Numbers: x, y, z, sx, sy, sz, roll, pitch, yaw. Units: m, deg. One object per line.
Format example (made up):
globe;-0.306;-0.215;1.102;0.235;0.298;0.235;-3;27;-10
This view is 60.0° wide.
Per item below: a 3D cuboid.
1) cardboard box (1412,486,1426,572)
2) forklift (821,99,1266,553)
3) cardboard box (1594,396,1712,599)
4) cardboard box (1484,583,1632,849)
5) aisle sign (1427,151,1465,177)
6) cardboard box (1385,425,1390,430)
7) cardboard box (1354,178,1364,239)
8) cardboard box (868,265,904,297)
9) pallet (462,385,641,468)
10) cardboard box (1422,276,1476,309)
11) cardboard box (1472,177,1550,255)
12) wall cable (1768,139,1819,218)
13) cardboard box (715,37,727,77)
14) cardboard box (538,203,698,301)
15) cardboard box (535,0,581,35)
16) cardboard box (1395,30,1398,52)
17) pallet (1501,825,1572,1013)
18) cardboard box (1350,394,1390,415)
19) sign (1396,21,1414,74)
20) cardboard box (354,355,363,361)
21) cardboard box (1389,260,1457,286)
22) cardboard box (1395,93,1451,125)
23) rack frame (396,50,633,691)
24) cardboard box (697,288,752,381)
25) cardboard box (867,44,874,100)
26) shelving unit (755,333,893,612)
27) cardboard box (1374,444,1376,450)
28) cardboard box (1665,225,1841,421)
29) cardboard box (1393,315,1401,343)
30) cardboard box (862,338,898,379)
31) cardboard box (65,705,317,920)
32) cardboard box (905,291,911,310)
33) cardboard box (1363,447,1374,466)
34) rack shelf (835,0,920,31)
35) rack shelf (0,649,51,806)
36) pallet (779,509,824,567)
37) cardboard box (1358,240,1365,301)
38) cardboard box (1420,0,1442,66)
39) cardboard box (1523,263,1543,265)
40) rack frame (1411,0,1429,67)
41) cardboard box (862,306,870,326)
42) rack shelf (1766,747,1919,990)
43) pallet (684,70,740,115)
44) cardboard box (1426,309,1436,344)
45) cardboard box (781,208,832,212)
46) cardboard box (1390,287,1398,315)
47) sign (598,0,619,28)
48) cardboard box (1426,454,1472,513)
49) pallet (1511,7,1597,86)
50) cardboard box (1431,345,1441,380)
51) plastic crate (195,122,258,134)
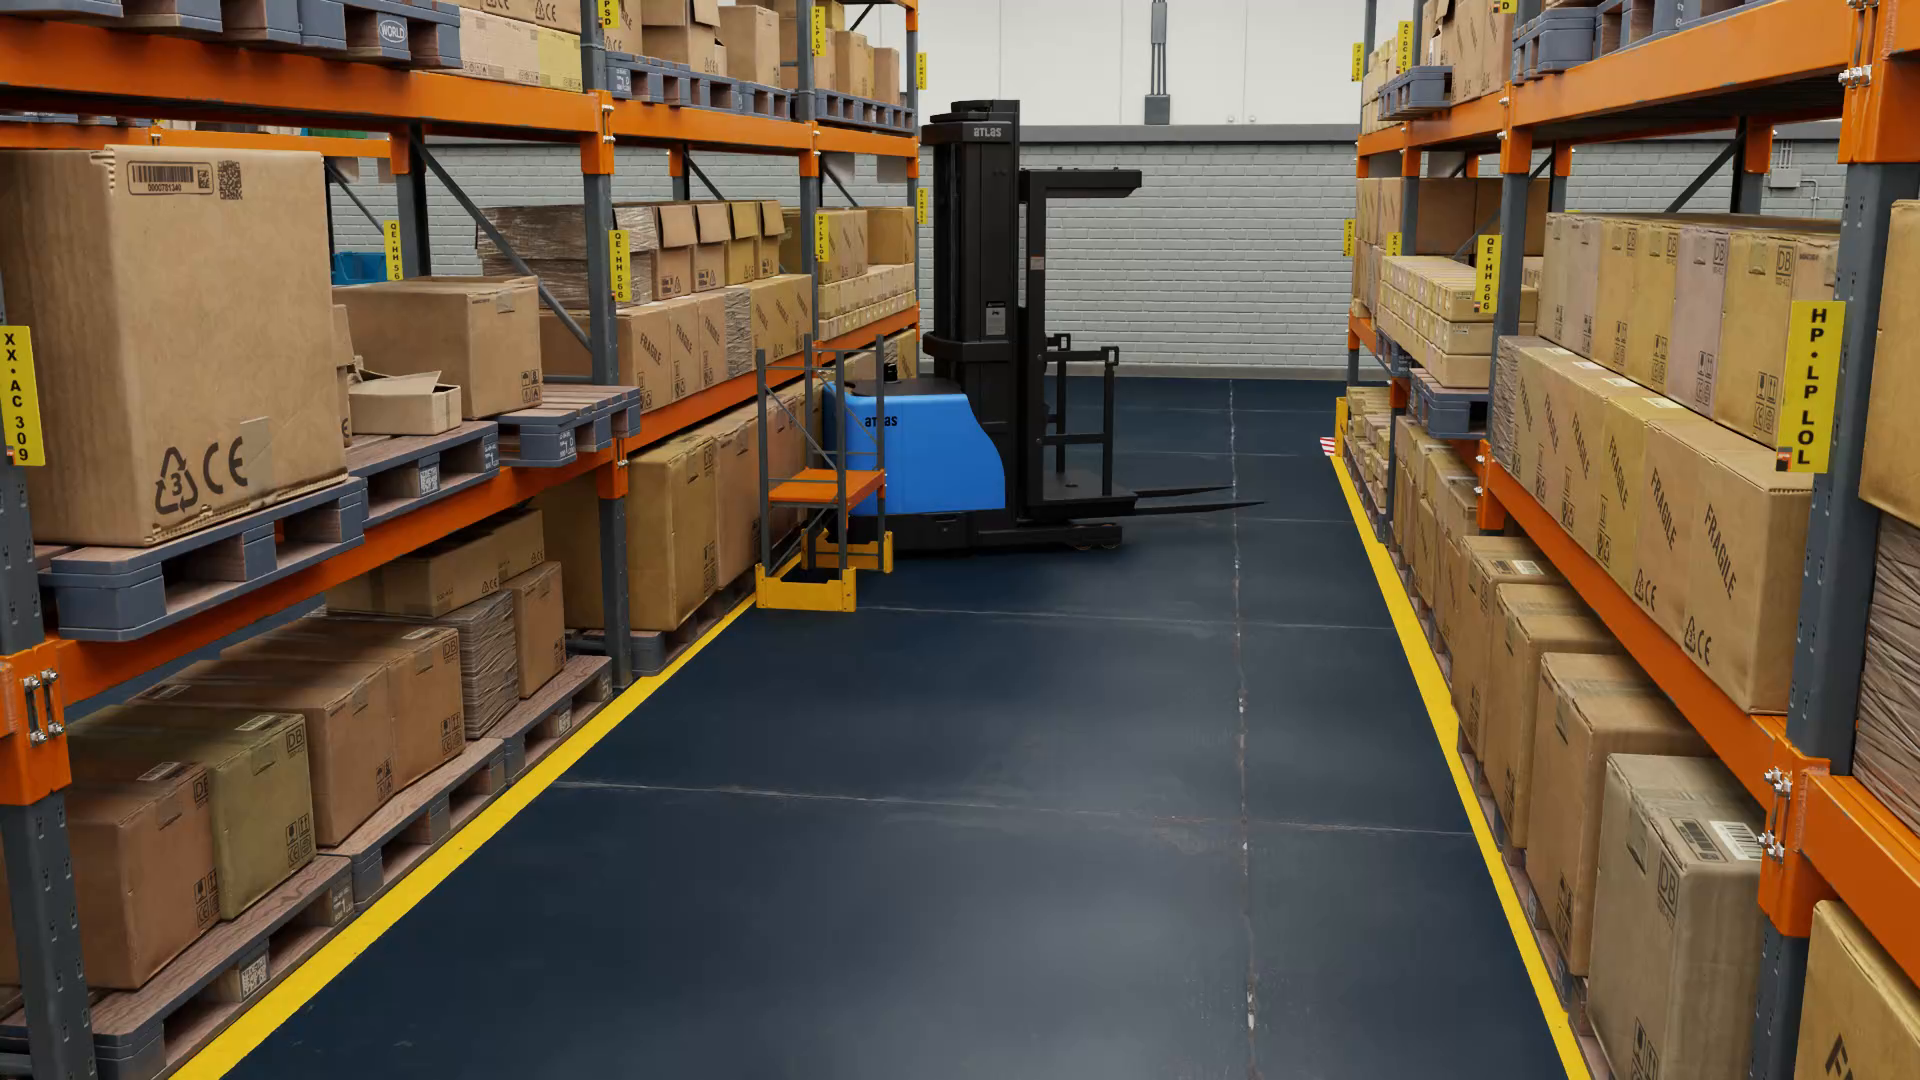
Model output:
cardboard box;2.861;-0.030;9.448;0.500;0.500;0.500;2;12;10
forklift;0.604;-1.467;11.343;3.031;2.935;1.130;-3;13;-15
cardboard box;2.124;-0.122;4.704;0.500;0.500;0.500;2;12;9
cardboard box;2.454;0.622;5.831;1.050;0.750;0.750;2;12;10
aisle sign;4.306;-3.520;14.537;0.394;0.787;0.004;2;12;9
cardboard box;3.329;-0.754;12.231;0.380;0.149;0.250;2;12;11
cardboard box;3.667;-2.842;14.244;0.500;0.500;0.500;2;12;8
cardboard box;-0.778;-2.283;14.615;0.500;0.250;0.500;2;12;8
pallet;-2.122;-0.515;7.217;1.213;0.211;1.003;2;12;9
cardboard box;2.509;-1.231;8.274;0.380;0.149;0.250;2;12;10
cardboard box;3.693;-2.180;11.174;0.500;0.500;0.500;2;12;10
wall cable;9.749;-3.791;19.478;0.585;1.953;0.123;2;12;9
cardboard box;-1.760;-2.996;10.368;0.500;0.311;0.500;1;12;7
cardboard box;-1.886;-1.587;9.118;0.797;0.503;0.637;2;12;10
cardboard box;-1.944;-2.412;7.024;0.500;0.500;0.500;2;12;10
cardboard box;3.188;-3.425;11.369;0.380;0.149;0.250;2;12;9
pallet;2.382;1.199;5.426;1.003;0.211;1.213;2;12;9
cardboard box;3.493;-1.139;14.015;0.380;0.149;0.250;2;12;8
sign;2.846;-3.146;10.625;0.100;0.325;0.005;2;12;9
cardboard box;-2.602;-0.551;6.288;0.500;0.250;0.500;2;12;7
cardboard box;2.789;-1.606;10.012;0.380;0.149;0.250;2;12;9
cardboard box;3.192;-2.915;11.136;0.500;0.250;0.500;2;12;10
rack frame;-2.117;-0.760;7.901;1.000;3.000;0.127;2;12;9
cardboard box;-1.543;-1.220;9.796;0.500;0.500;0.500;2;12;9
cardboard box;-1.120;-3.972;14.212;0.700;0.500;0.500;1;12;7
shelving unit;-0.807;-0.440;9.975;0.587;1.500;1.083;2;12;10
cardboard box;3.387;-0.715;12.756;0.380;0.149;0.250;1;12;6
cardboard box;2.379;-0.599;4.544;0.700;0.500;0.500;2;12;9
cardboard box;2.711;-1.212;9.595;0.380;0.149;0.250;1;12;6
cardboard box;-1.046;-1.267;14.299;0.875;0.875;0.875;2;12;9
cardboard box;-2.525;0.853;5.302;0.700;0.500;0.500;2;12;8
cardboard box;-0.655;-2.164;15.010;0.380;0.149;0.250;2;12;9
cardboard box;3.377;-0.634;13.087;0.380;0.149;0.250;2;12;9
rack shelf;-1.195;-4.395;13.183;1.077;0.370;4.000;2;12;9
rack shelf;-3.040;0.840;2.181;1.077;0.370;4.000;2;12;9
pallet;-1.546;-0.067;11.302;1.003;0.211;1.213;2;12;9
cardboard box;3.599;-2.241;13.831;0.500;0.500;0.500;2;12;9
cardboard box;3.216;-3.056;10.201;0.700;0.500;0.500;2;12;9
cardboard box;3.392;-1.530;9.662;0.380;0.149;0.250;2;12;8
rack frame;3.383;-4.344;10.290;1.000;3.000;0.127;2;12;9
cardboard box;-0.929;-1.791;13.279;0.380;0.149;0.250;2;12;9
rack shelf;1.845;1.022;1.338;1.077;0.370;4.000;2;12;9
pallet;-1.902;-2.503;9.316;1.003;0.211;1.213;2;12;11
cardboard box;2.471;-1.035;8.067;0.380;0.149;0.250;2;12;10
cardboard box;-1.378;-2.561;14.127;0.500;0.500;0.500;2;12;7
cardboard box;2.752;-1.410;9.810;0.380;0.149;0.250;1;12;6
sign;-1.582;-2.461;7.447;0.100;0.325;0.005;2;12;9
cardboard box;2.775;-0.290;8.876;0.500;0.250;0.500;2;12;10
pallet;2.721;-1.817;6.132;1.213;0.211;1.003;2;12;11
cardboard box;2.430;-0.830;7.825;0.380;0.149;0.250;2;12;8
plastic crate;-5.934;-3.406;13.366;0.497;0.269;0.590;2;12;9
